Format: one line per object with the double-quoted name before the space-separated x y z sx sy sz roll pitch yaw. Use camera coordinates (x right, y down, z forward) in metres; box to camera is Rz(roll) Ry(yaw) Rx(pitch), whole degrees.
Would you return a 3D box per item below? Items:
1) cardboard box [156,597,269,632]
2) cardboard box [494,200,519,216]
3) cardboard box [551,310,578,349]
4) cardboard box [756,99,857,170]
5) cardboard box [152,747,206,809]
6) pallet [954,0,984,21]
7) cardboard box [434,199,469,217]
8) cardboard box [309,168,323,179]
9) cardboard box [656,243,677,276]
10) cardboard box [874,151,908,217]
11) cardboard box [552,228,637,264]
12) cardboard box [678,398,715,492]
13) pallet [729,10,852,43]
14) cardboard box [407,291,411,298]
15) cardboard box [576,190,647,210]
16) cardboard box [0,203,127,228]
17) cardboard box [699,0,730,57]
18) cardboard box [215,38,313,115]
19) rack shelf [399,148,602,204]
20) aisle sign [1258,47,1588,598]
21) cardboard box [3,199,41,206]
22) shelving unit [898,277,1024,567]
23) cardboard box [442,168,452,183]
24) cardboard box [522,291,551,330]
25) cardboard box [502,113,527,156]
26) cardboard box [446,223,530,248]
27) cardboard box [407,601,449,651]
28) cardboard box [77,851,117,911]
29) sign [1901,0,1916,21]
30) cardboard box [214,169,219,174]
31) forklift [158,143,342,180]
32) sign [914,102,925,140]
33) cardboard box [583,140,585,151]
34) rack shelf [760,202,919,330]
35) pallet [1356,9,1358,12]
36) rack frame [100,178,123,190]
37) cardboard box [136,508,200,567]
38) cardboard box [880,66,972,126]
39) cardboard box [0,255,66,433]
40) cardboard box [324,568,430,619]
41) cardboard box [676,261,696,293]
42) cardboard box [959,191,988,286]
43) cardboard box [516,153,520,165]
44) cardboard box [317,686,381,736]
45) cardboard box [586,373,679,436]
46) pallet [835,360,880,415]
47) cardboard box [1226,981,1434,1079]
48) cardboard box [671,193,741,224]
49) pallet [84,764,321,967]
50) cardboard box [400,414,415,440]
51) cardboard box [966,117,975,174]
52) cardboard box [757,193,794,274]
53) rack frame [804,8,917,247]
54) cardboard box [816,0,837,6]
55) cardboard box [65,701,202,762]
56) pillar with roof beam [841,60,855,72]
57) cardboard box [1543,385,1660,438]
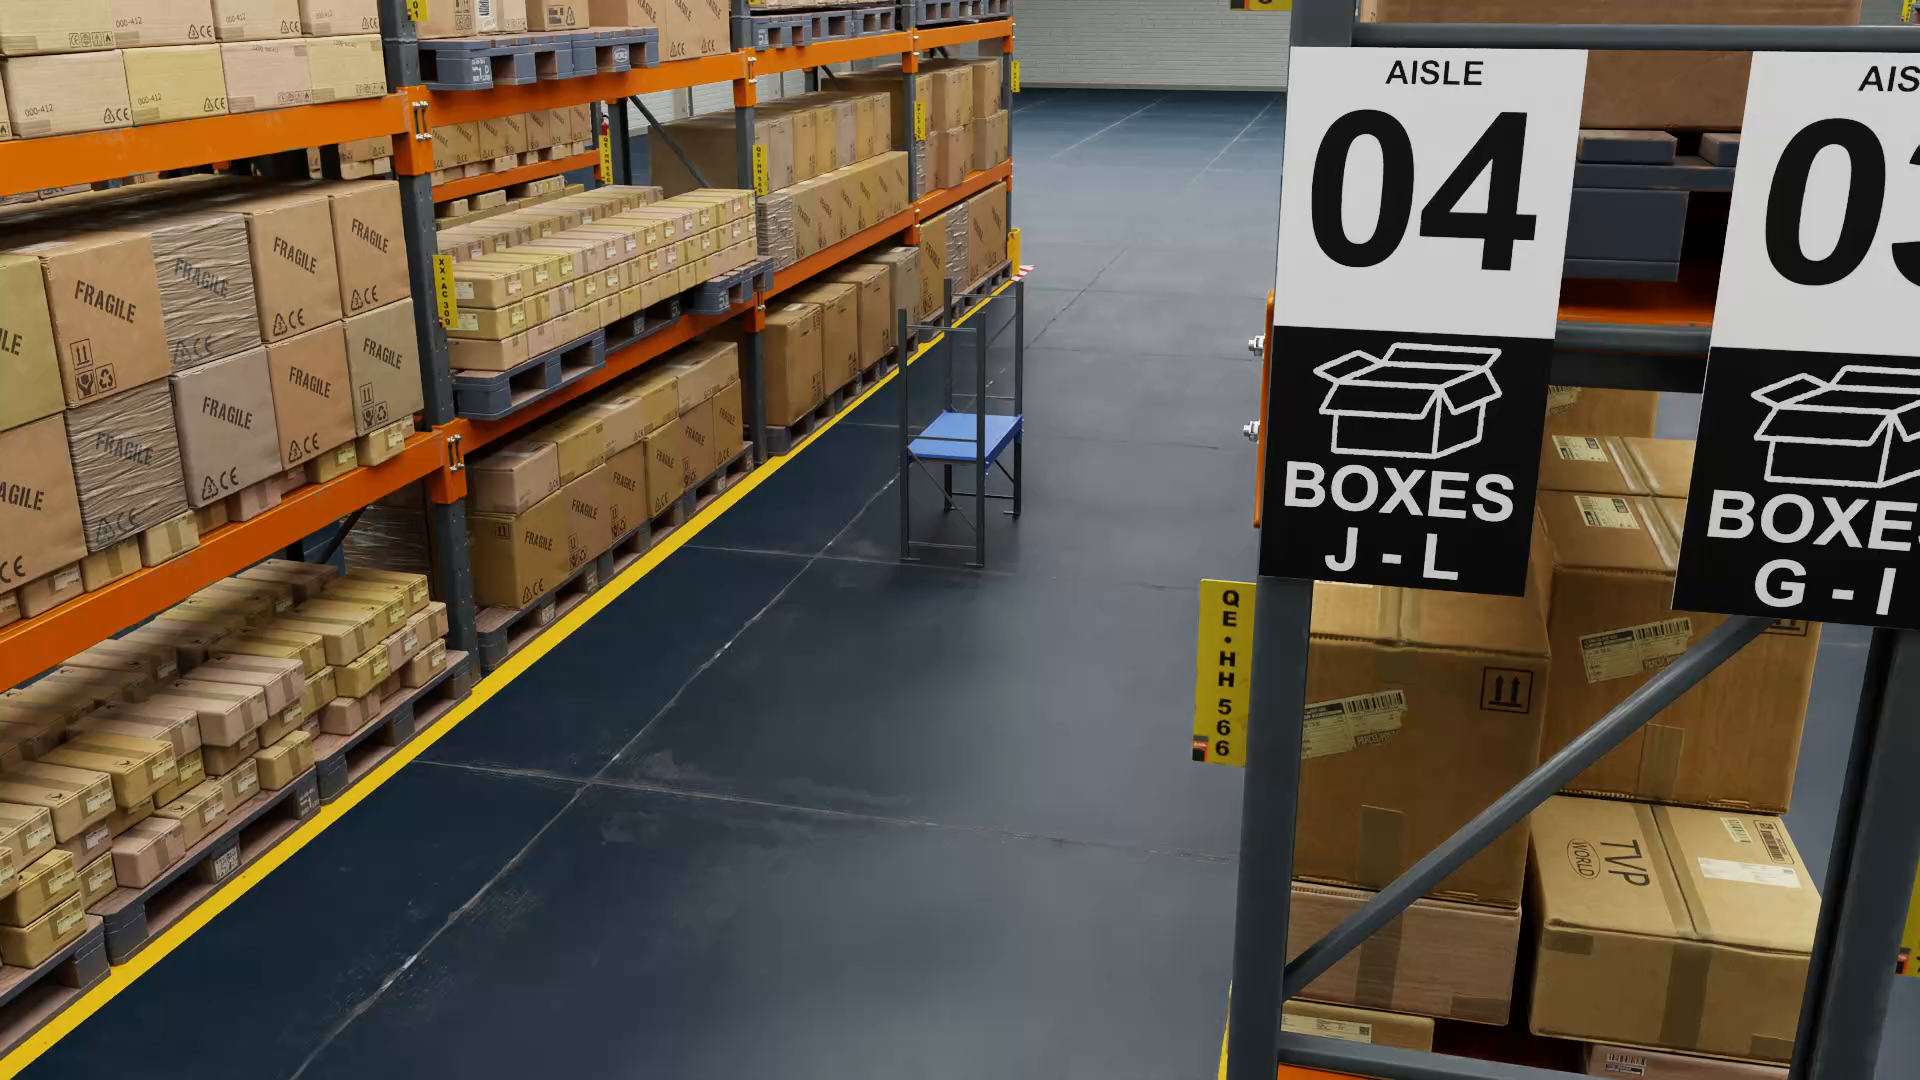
"cardboard box" -3.269 0.377 7.283 0.380 0.149 0.250 4 19 13
"cardboard box" -5.061 -3.362 17.834 0.500 0.500 0.500 6 20 16
"cardboard box" -2.176 -1.080 8.449 0.380 0.149 0.250 5 19 14
"cardboard box" -1.253 -3.300 13.507 0.700 0.500 0.500 5 19 14
"cardboard box" -3.107 0.871 6.296 0.380 0.149 0.250 6 20 16
"pallet" -0.380 -5.270 16.472 1.003 0.211 1.213 5 19 13
"cardboard box" -5.220 -3.372 16.860 0.380 0.149 0.250 5 19 14
"cardboard box" -5.836 -3.193 14.634 0.380 0.149 0.250 5 19 13
"cardboard box" -1.860 -1.627 9.590 0.380 0.149 0.250 5 20 15
"cardboard box" -0.759 -3.118 14.521 0.500 0.500 0.500 5 19 13
"cardboard box" -1.988 -1.602 9.056 0.380 0.149 0.250 5 20 15
"cardboard box" -1.905 -0.628 10.604 0.500 0.500 0.500 5 20 16
"pallet" -1.491 -3.889 12.583 1.003 0.211 1.213 6 20 16
"cardboard box" -2.876 -1.192 8.315 0.380 0.149 0.250 5 19 14
"cardboard box" -2.231 -2.149 10.658 0.380 0.149 0.250 4 19 12
"cardboard box" -3.456 -0.968 6.219 0.500 0.500 0.500 5 19 14
"cardboard box" -1.761 -3.270 10.324 0.500 0.500 0.500 5 19 13
"cardboard box" -2.836 -1.766 6.308 0.500 0.250 0.500 5 19 13
"rack shelf" -5.226 -3.901 18.082 1.077 0.370 4.000 5 19 13
"aisle sign" 0.654 -0.302 2.410 0.394 0.787 0.004 5 19 13
"cardboard box" -6.686 -2.194 11.428 0.500 0.250 0.500 4 19 12
"shelving unit" 0.021 -0.736 10.023 0.538 1.500 1.048 5 19 13
"cardboard box" -5.316 -3.653 16.629 0.380 0.149 0.250 5 20 15
"cardboard box" -2.241 -1.137 8.155 0.380 0.149 0.250 4 19 12
"cardboard box" -4.998 -4.394 17.797 0.500 0.500 0.500 5 19 14
"cardboard box" -2.617 -1.659 9.223 0.380 0.149 0.250 4 19 11
"cardboard box" -2.614 0.385 7.719 0.380 0.149 0.250 5 20 14
"cardboard box" -3.207 1.191 5.820 0.380 0.149 0.250 5 19 14
"sign" 9.142 -5.163 16.009 0.100 0.325 0.005 5 19 13
"cardboard box" -6.237 -3.035 13.167 0.500 0.500 0.500 6 20 16
"forklift" -4.376 -1.833 11.020 1.130 2.935 3.031 5 19 14
"sign" -0.362 -3.726 14.787 0.100 0.325 0.005 5 19 13
"cardboard box" -4.622 -4.616 19.449 0.380 0.149 0.250 5 20 15
"rack shelf" -1.379 -2.288 13.359 1.077 0.370 4.000 5 19 13
"pallet" 3.641 -3.978 12.842 1.213 0.211 1.003 5 19 13
"rack frame" -6.692 -2.361 12.459 1.000 3.000 0.127 5 19 13
"cardboard box" -3.000 -0.026 6.010 0.380 0.149 0.250 5 19 14
"cardboard box" -0.358 -4.457 16.694 0.875 0.550 0.500 5 19 13
"cardboard box" -3.189 -0.595 5.128 0.500 0.500 0.500 4 19 12
"cardboard box" -2.679 0.253 7.647 0.380 0.149 0.250 5 20 15
"cardboard box" -1.796 -1.570 9.883 0.380 0.149 0.250 4 19 11
"cardboard box" -0.228 -3.209 17.579 0.875 0.875 0.875 4 19 13
"cardboard box" -5.014 -4.138 18.050 0.380 0.149 0.250 5 19 13
"cardboard box" -2.757 0.715 7.215 0.380 0.149 0.250 4 19 12
"cardboard box" -2.033 -0.820 10.006 0.500 0.250 0.500 5 20 15
"pallet" -1.302 -1.305 13.681 1.003 0.211 1.213 5 19 13
"cardboard box" 0.730 0.910 3.271 0.380 0.149 0.250 5 19 14
"cardboard box" -1.606 -2.095 10.499 0.380 0.149 0.250 4 19 13
"pallet" -3.271 1.168 6.440 1.003 0.211 1.213 5 19 13
"cardboard box" -2.688 -0.521 7.462 0.380 0.149 0.250 4 19 13
"cardboard box" -0.332 -4.121 17.379 0.875 0.550 0.550 5 19 13
"cardboard box" -1.496 -2.169 11.741 0.500 0.500 0.500 5 19 14
"rack frame" -0.890 -3.256 15.078 1.000 3.000 0.127 5 19 13
"cardboard box" -1.230 -4.153 12.398 0.500 0.311 0.500 4 19 12
"cardboard box" -3.094 0.737 6.231 0.380 0.149 0.250 5 19 14
"pillar with roof beam" 0.908 -17.014 46.078 9.100 9.000 0.400 5 19 13
"cardboard box" 1.961 -0.427 5.410 0.500 0.500 0.500 5 19 14
